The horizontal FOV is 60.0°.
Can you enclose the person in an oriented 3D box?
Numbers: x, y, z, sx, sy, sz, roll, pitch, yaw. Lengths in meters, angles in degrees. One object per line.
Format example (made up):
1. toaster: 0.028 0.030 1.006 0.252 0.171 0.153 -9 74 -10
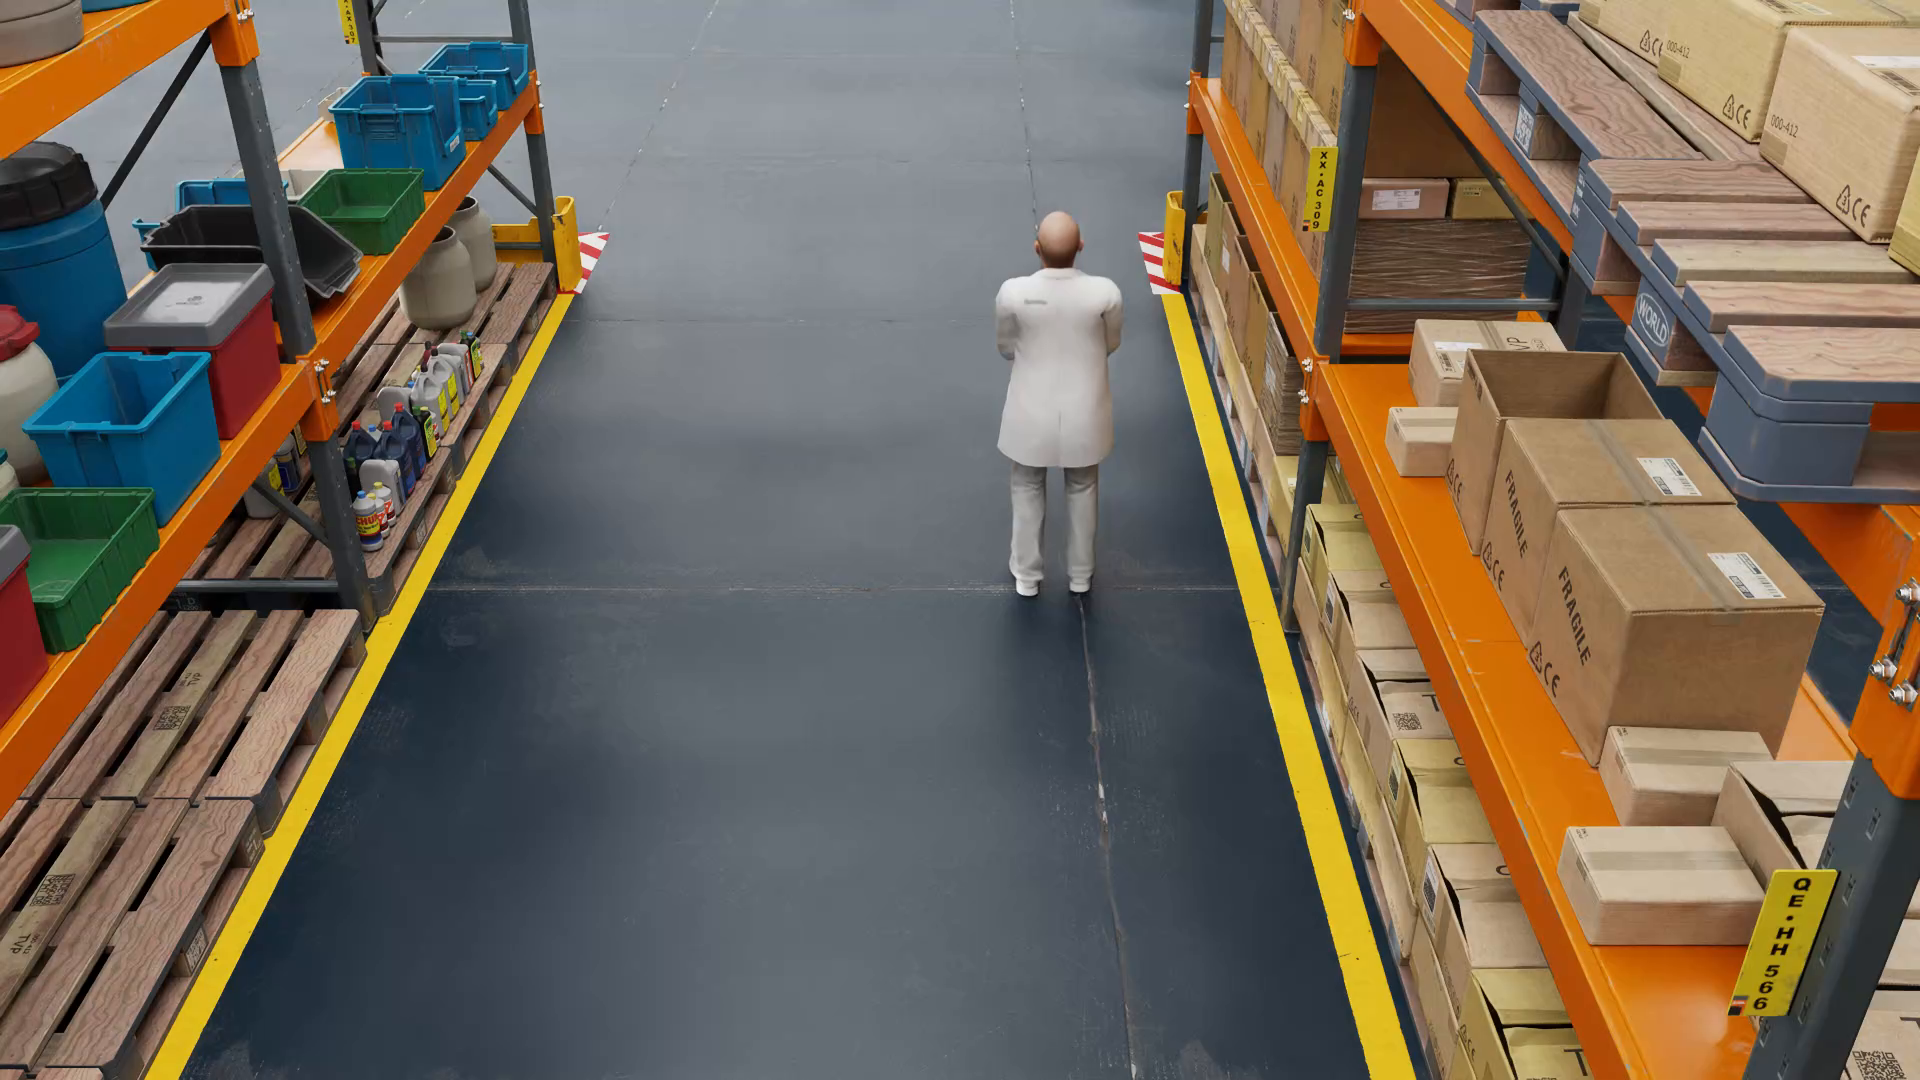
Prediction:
1. person: 0.412 -0.612 7.171 0.529 1.765 0.554 0 31 1
